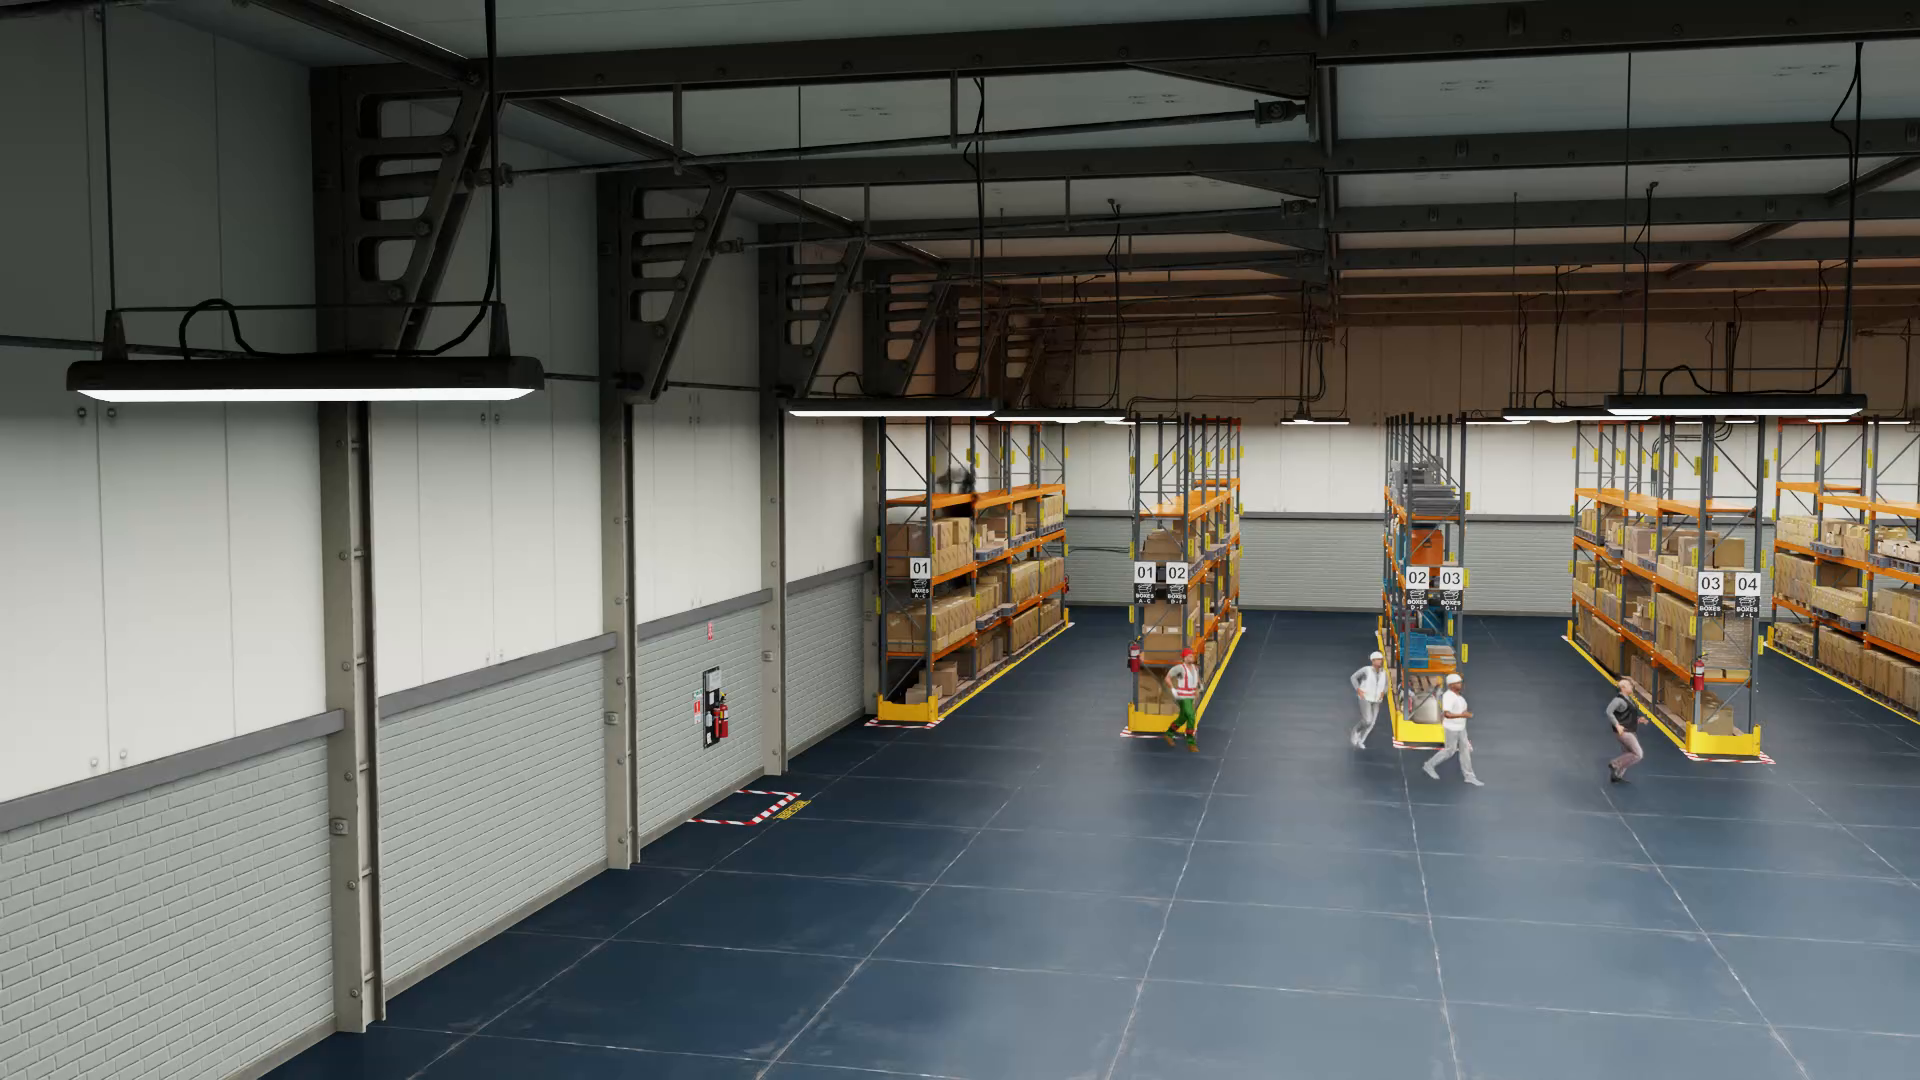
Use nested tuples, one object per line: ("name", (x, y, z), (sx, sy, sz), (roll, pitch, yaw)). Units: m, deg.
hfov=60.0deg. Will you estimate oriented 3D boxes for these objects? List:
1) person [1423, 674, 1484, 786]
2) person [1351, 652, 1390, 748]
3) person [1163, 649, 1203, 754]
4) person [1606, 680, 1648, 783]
("person", (7.890, 3.015, 26.550), (0.962, 1.770, 0.695), (3, 5, 35))
("person", (7.367, 2.858, 29.708), (0.667, 1.736, 0.538), (-1, 4, -16))
("person", (3.995, 2.827, 29.526), (0.859, 1.822, 0.669), (3, 5, 41))
("person", (10.696, 3.077, 26.600), (0.567, 1.677, 0.645), (3, 5, 37))
